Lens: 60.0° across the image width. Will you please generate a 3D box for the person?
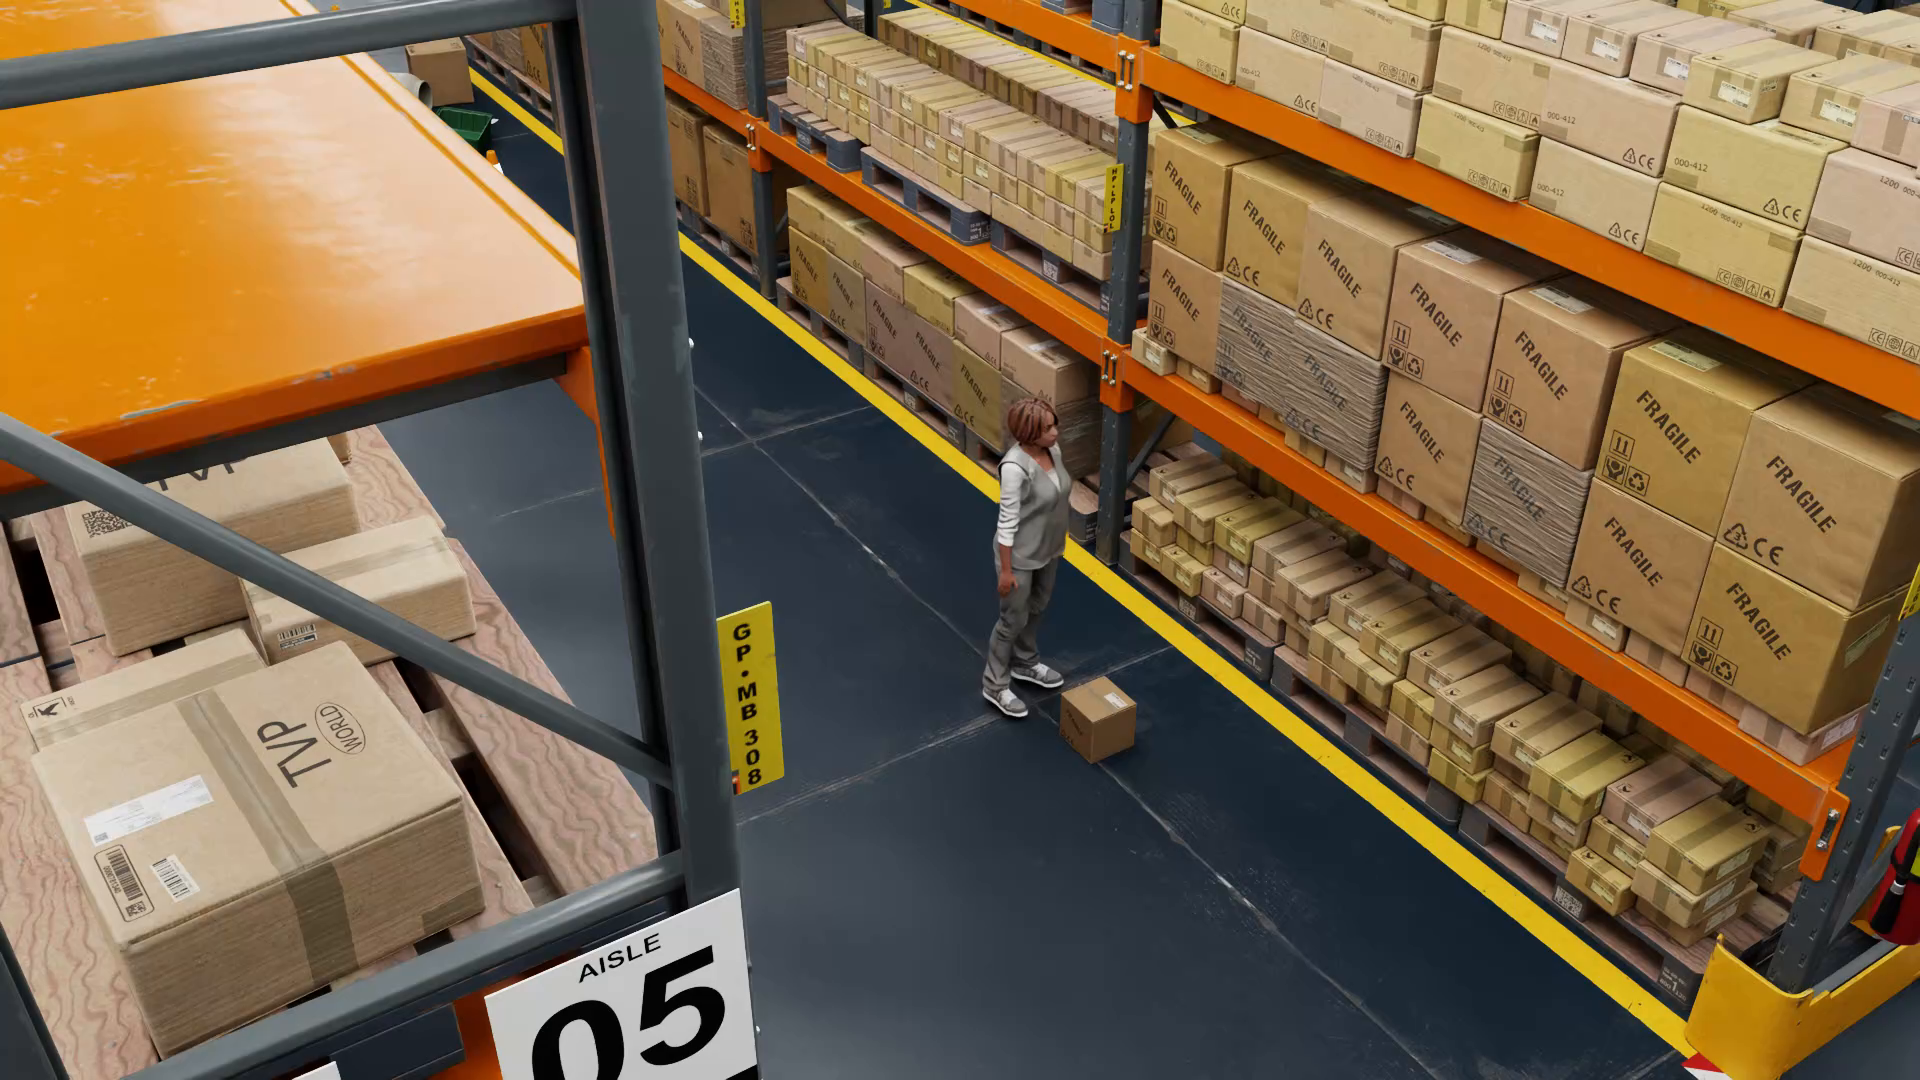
[{"bbox_3d":[0.313,0.062,7.574,0.328,1.599,0.456,23,40,31],"label":"person"}]
